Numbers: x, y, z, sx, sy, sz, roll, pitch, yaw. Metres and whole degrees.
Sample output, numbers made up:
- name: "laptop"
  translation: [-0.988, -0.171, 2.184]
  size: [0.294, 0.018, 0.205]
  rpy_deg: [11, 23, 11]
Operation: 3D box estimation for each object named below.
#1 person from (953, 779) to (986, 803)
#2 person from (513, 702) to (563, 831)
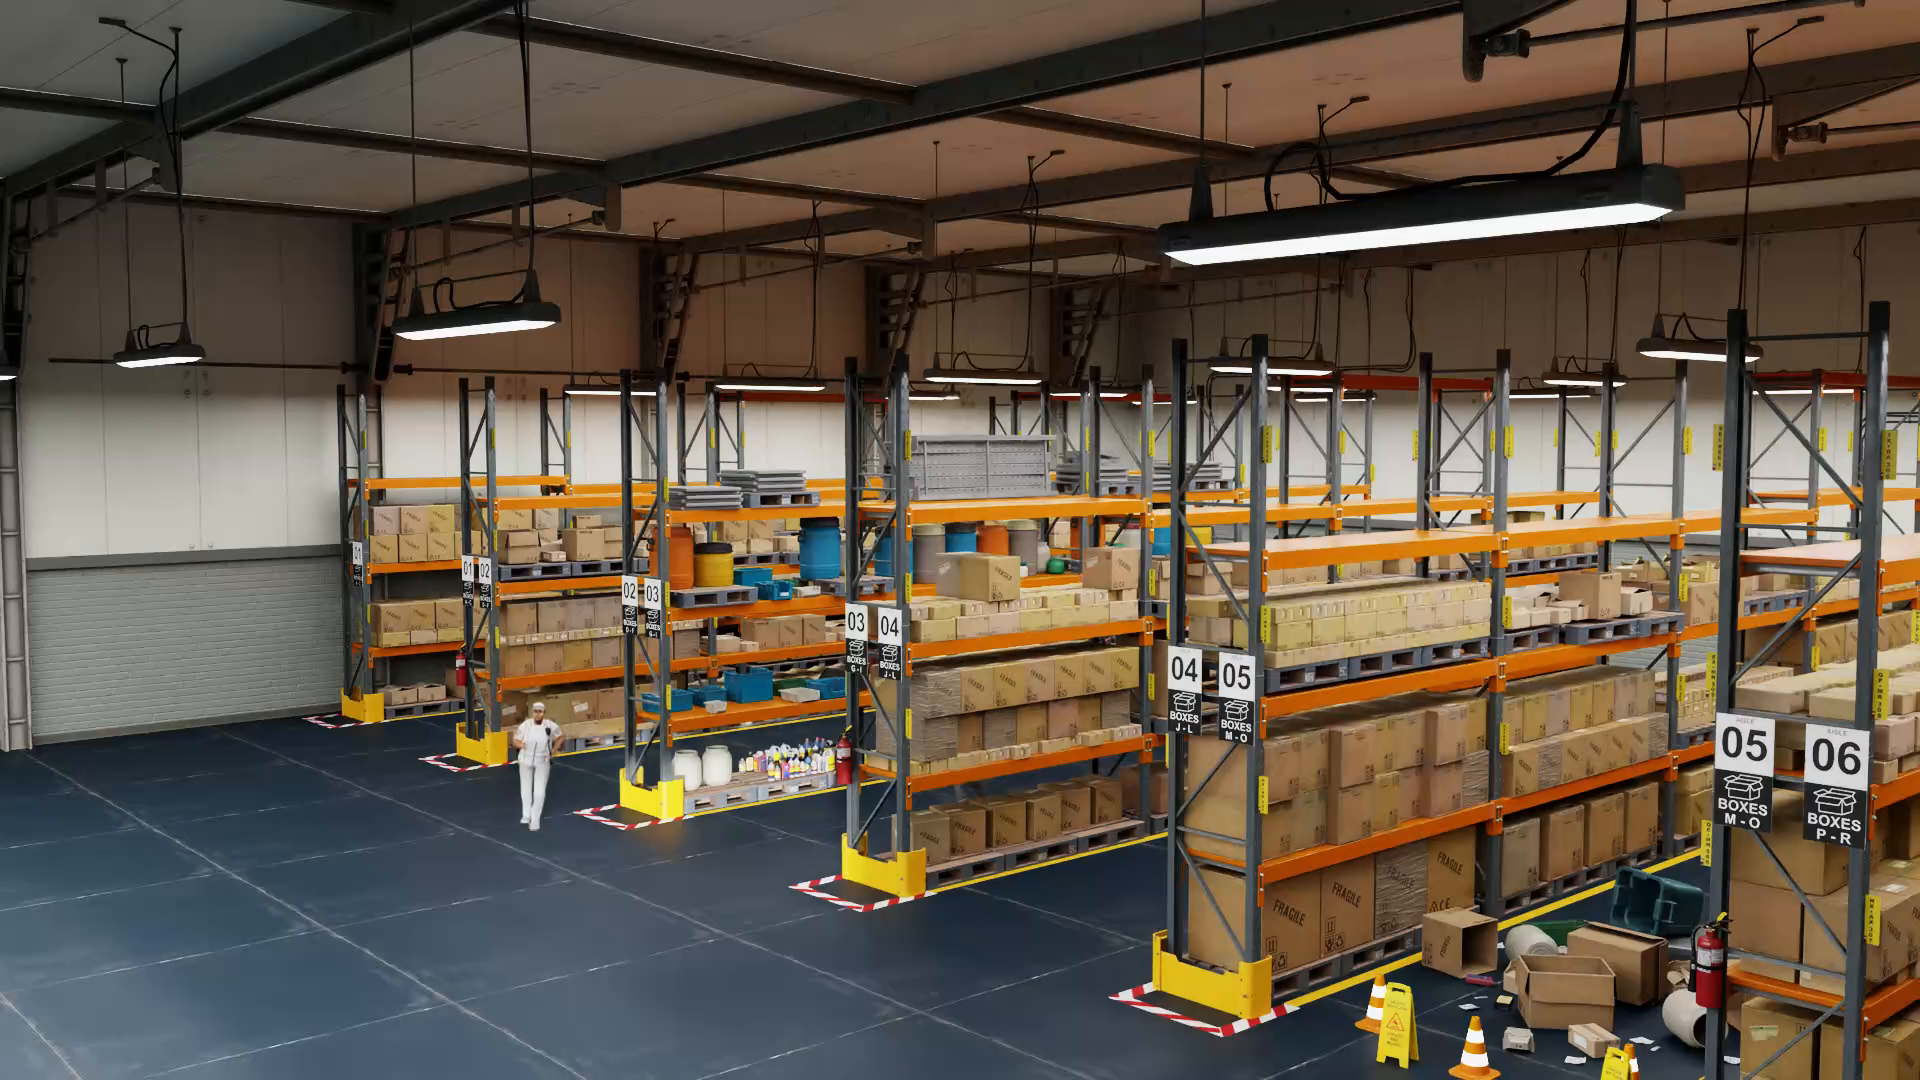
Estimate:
- name: "person"
  translation: [0.111, 2.819, 22.644]
  size: [0.660, 1.746, 0.578]
  rpy_deg: [4, 5, 45]
- name: "person"
  translation: [-5.483, 2.942, 21.586]
  size: [0.605, 1.697, 0.686]
  rpy_deg: [0, 4, -4]
